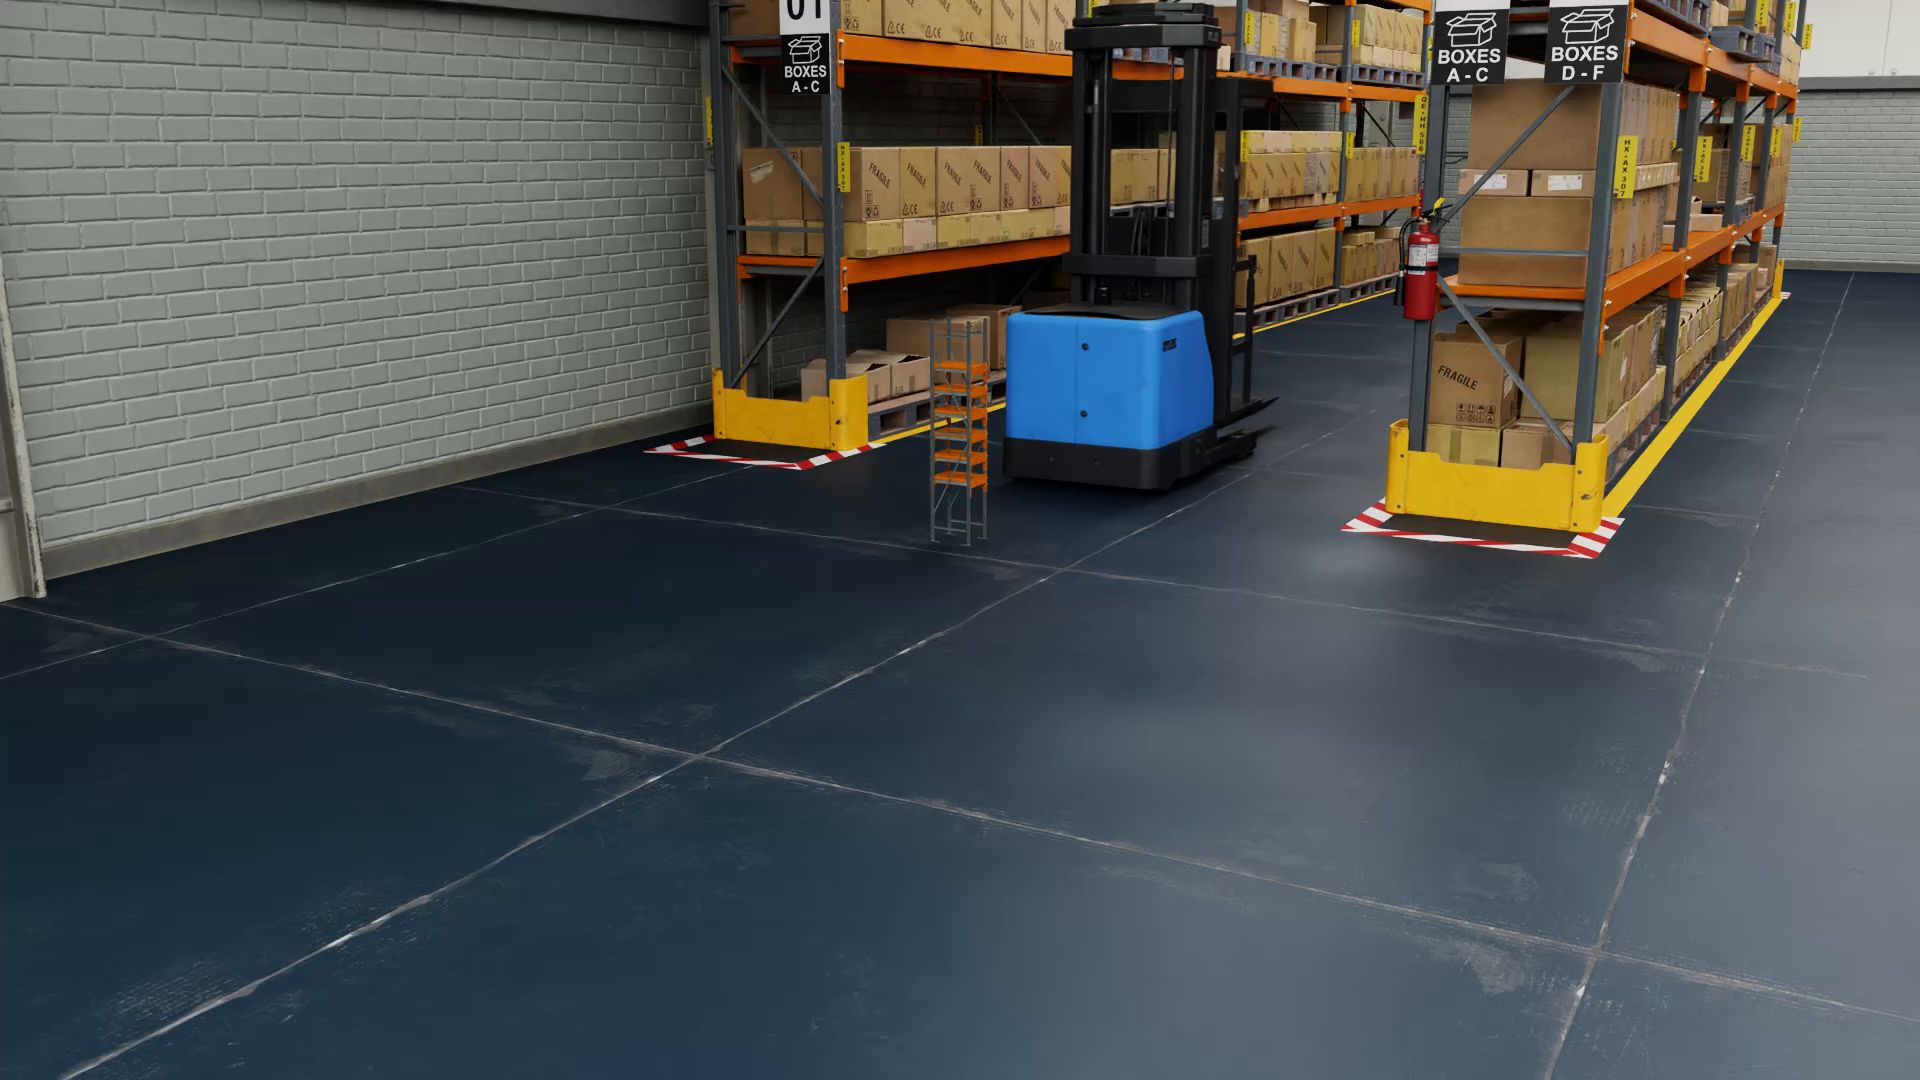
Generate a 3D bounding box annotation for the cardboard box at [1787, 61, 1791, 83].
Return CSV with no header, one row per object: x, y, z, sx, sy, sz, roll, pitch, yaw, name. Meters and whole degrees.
10.055,-5.825,20.717,0.500,0.250,0.500,7,15,28,cardboard box

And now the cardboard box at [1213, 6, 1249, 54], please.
2.784,-5.626,18.416,0.700,0.500,0.500,6,15,24,cardboard box

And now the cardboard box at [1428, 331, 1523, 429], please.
3.074,-0.975,10.047,0.500,0.500,0.500,7,15,28,cardboard box

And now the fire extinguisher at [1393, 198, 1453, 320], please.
2.612,-1.590,9.393,0.296,0.674,0.183,7,15,28,fire extinguisher

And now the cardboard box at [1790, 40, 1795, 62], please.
10.063,-6.068,20.654,0.500,0.250,0.500,7,15,28,cardboard box

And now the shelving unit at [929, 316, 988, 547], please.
-0.007,-0.580,8.881,0.258,1.200,0.189,7,15,28,shelving unit

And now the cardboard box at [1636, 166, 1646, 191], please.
4.197,-2.334,10.718,0.380,0.149,0.250,8,15,29,cardboard box

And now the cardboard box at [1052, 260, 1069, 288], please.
1.222,-2.587,16.159,0.500,0.250,0.500,7,15,27,cardboard box

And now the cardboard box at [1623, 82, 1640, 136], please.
3.830,-2.595,10.418,0.700,0.500,0.500,7,15,28,cardboard box

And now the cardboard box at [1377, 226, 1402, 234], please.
6.319,-4.544,24.537,0.380,0.149,0.250,7,15,27,cardboard box

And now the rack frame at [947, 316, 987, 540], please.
0.037,-0.599,8.958,0.240,1.200,0.006,7,15,28,rack frame

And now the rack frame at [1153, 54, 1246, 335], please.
2.605,-3.801,18.399,1.000,3.000,0.127,7,15,28,rack frame

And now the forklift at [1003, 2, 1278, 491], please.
1.406,-2.021,11.162,1.130,2.935,3.031,7,15,27,forklift

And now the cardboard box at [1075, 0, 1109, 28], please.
1.005,-4.794,15.010,0.500,0.500,0.500,10,17,36,cardboard box

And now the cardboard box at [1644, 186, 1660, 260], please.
4.551,-2.268,11.826,0.700,0.500,0.500,7,15,27,cardboard box

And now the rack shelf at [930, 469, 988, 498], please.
-0.007,-0.304,8.947,0.258,0.103,0.180,7,15,28,rack shelf

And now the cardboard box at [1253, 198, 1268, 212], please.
3.298,-3.825,18.994,0.380,0.149,0.250,8,16,30,cardboard box

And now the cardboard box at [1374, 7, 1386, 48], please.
5.371,-6.845,22.235,0.500,0.500,0.500,7,15,27,cardboard box

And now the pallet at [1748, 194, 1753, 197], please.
8.395,-3.816,18.872,1.003,0.211,1.213,7,15,28,pallet

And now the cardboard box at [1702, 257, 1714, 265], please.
8.904,-3.209,20.337,0.500,0.500,0.500,7,15,28,cardboard box

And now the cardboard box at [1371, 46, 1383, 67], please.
5.362,-6.474,22.299,0.500,0.250,0.500,7,15,27,cardboard box

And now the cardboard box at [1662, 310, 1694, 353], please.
5.673,-1.718,13.535,0.500,0.311,0.500,7,15,27,cardboard box

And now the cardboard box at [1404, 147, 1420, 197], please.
6.234,-5.482,24.733,0.980,0.700,0.700,8,16,31,cardboard box

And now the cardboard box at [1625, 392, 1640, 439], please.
4.256,-0.859,11.166,0.500,0.250,0.500,7,15,28,cardboard box

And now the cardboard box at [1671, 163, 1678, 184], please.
5.065,-2.704,12.250,0.380,0.149,0.250,7,15,28,cardboard box

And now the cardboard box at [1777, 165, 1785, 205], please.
10.338,-4.599,21.496,0.500,0.500,0.500,8,15,28,cardboard box

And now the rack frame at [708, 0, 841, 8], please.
-1.263,-5.076,10.888,1.000,3.000,0.127,7,15,28,rack frame

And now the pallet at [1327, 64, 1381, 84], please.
4.943,-6.203,22.153,1.003,0.211,1.213,7,15,28,pallet

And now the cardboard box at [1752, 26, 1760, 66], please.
7.622,-5.052,16.974,0.910,0.500,0.500,7,15,28,cardboard box

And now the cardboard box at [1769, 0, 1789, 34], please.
9.444,-6.244,19.788,0.700,0.500,0.500,7,15,28,cardboard box

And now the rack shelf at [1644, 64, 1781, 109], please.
7.910,-4.759,17.509,1.077,0.370,4.000,7,15,28,rack shelf

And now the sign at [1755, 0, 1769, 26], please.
7.425,-4.924,15.385,0.100,0.325,0.005,7,15,28,sign

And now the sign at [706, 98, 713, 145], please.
-1.739,-2.943,11.696,0.100,0.325,0.005,7,15,28,sign

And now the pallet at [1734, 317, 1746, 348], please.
7.928,-2.283,18.053,1.003,0.211,1.213,7,15,28,pallet

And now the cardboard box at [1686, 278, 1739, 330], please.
7.661,-2.408,17.016,0.500,0.500,0.500,7,15,26,cardboard box

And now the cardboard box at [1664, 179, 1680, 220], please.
5.649,-2.732,13.752,0.500,0.500,0.500,9,16,32,cardboard box

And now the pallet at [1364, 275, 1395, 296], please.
5.563,-3.664,23.782,1.003,0.211,1.213,7,15,28,pallet

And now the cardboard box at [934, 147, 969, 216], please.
-0.266,-2.730,12.636,0.500,0.500,0.500,7,15,26,cardboard box

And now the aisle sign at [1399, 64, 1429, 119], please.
6.769,-6.687,24.822,0.394,0.787,0.004,7,15,28,aisle sign

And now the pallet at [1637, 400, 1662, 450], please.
4.588,-0.906,12.340,1.003,0.211,1.213,7,15,28,pallet

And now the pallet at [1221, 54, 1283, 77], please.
2.869,-5.305,18.642,1.213,0.211,1.003,8,16,31,pallet

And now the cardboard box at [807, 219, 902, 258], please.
-0.749,-2.160,11.872,0.500,0.250,0.500,7,15,26,cardboard box

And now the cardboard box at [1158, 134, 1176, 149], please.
2.321,-4.237,17.671,0.380,0.149,0.250,5,14,19,cardboard box

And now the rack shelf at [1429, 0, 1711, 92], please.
4.042,-3.118,10.701,1.077,0.370,4.000,7,15,28,rack shelf

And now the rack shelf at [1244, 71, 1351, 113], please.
3.571,-5.320,19.833,1.077,0.370,4.000,7,15,28,rack shelf

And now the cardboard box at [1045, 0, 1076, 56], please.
0.642,-4.365,14.081,0.500,0.500,0.500,8,16,30,cardboard box

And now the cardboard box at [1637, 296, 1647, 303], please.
5.937,-2.093,15.090,0.500,0.311,0.500,7,15,27,cardboard box

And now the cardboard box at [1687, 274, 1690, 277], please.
7.440,-2.564,17.662,0.500,0.500,0.500,7,15,26,cardboard box

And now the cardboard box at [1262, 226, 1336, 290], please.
4.338,-3.632,21.391,0.750,0.750,0.750,8,15,29,cardboard box

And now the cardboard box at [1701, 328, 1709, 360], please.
6.410,-1.763,14.918,0.500,0.250,0.500,8,16,29,cardboard box

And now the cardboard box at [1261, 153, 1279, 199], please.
3.325,-4.181,19.084,0.500,0.500,0.500,8,16,30,cardboard box

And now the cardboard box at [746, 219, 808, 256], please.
-1.207,-2.214,12.095,0.500,0.250,0.500,8,16,29,cardboard box

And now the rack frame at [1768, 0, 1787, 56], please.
8.876,-6.977,18.775,1.000,3.000,0.127,7,15,28,rack frame

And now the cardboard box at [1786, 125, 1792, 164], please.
10.592,-5.190,21.815,0.500,0.500,0.500,8,16,30,cardboard box

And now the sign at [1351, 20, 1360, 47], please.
5.018,-6.424,21.107,0.100,0.325,0.005,7,15,28,sign

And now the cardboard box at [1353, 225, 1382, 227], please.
6.106,-4.640,24.932,0.380,0.149,0.250,7,15,28,cardboard box

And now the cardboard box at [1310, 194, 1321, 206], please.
4.280,-4.244,20.731,0.380,0.149,0.250,7,15,28,cardboard box
